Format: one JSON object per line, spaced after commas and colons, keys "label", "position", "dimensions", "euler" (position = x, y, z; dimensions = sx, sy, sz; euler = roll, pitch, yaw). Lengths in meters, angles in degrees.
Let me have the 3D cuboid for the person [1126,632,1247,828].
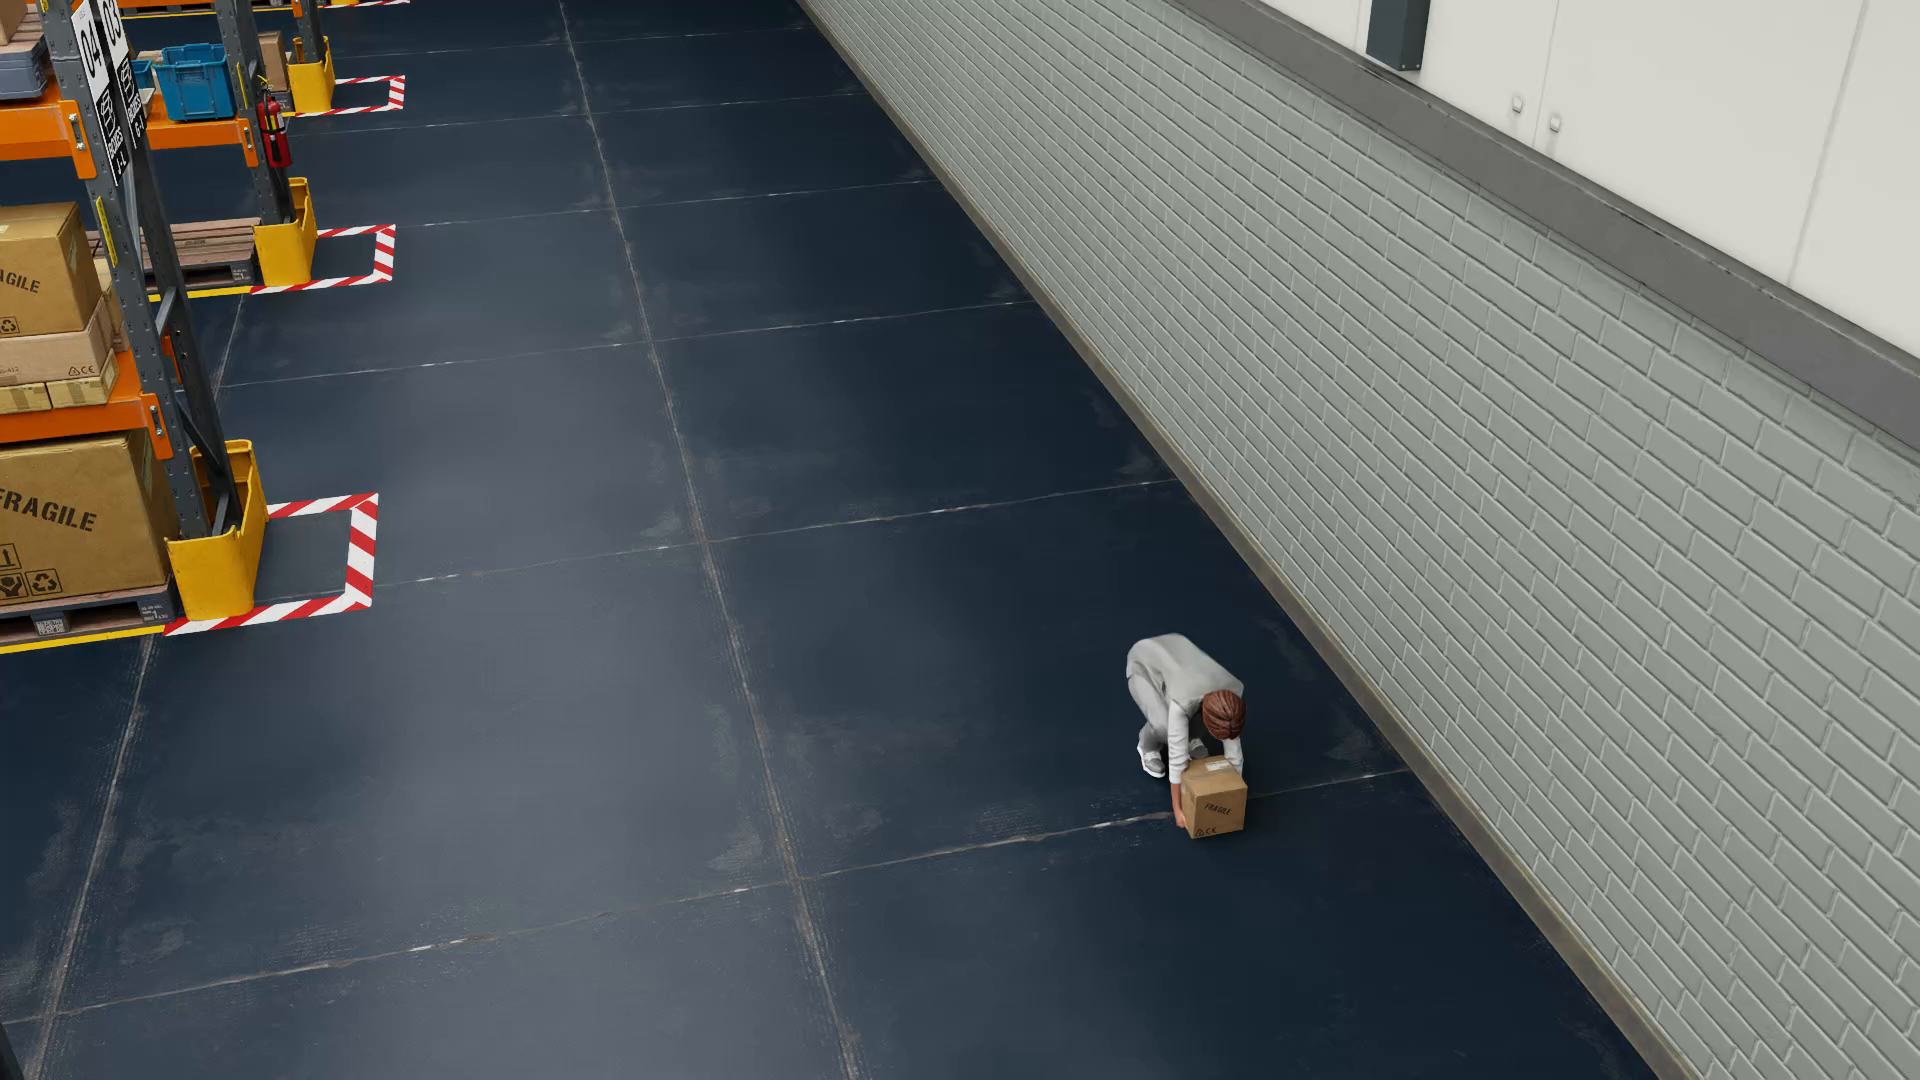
{"label": "person", "position": [1.055, 0.830, 7.753], "dimensions": [0.418, 0.703, 0.859], "euler": [-9, 32, -14]}
